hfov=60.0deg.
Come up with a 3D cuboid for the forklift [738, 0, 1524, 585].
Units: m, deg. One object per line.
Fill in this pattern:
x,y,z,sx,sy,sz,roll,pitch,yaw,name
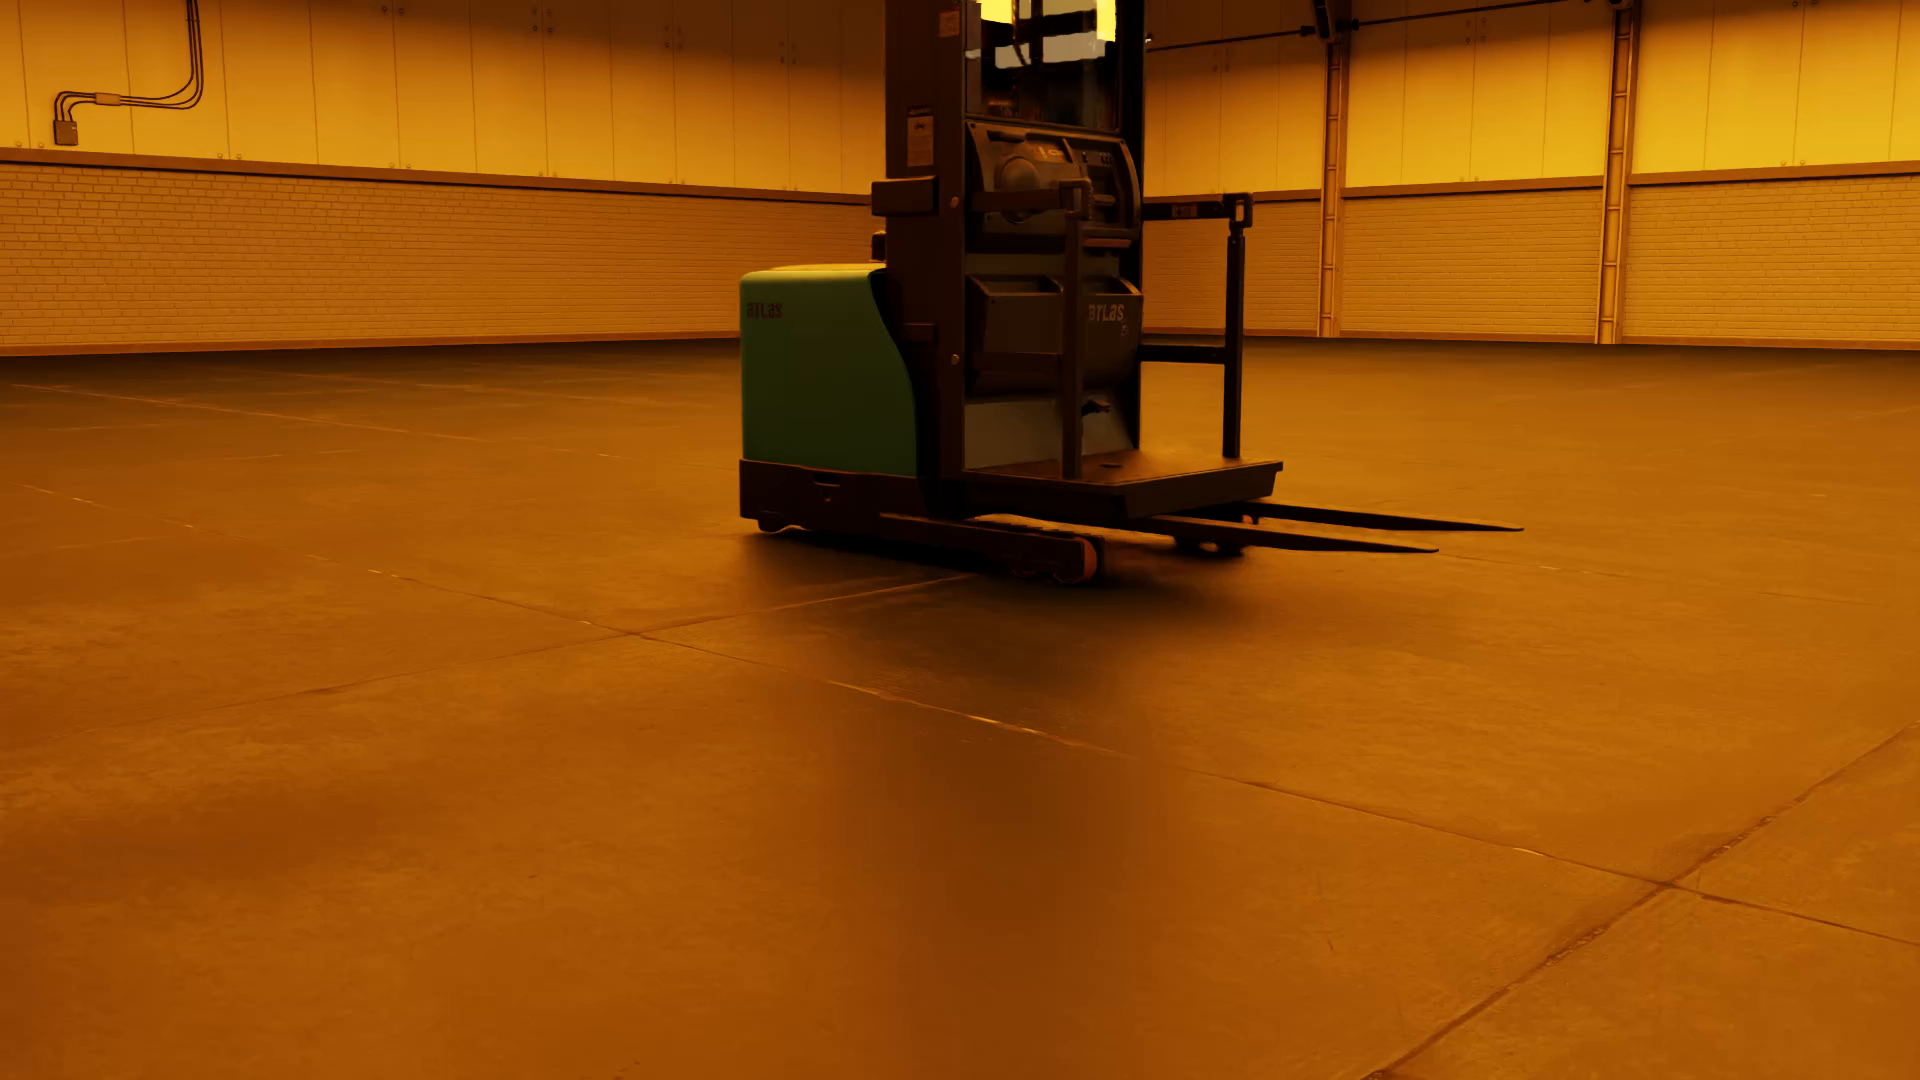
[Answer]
0.517,-1.383,6.061,3.031,2.935,1.130,8,11,42,forklift
